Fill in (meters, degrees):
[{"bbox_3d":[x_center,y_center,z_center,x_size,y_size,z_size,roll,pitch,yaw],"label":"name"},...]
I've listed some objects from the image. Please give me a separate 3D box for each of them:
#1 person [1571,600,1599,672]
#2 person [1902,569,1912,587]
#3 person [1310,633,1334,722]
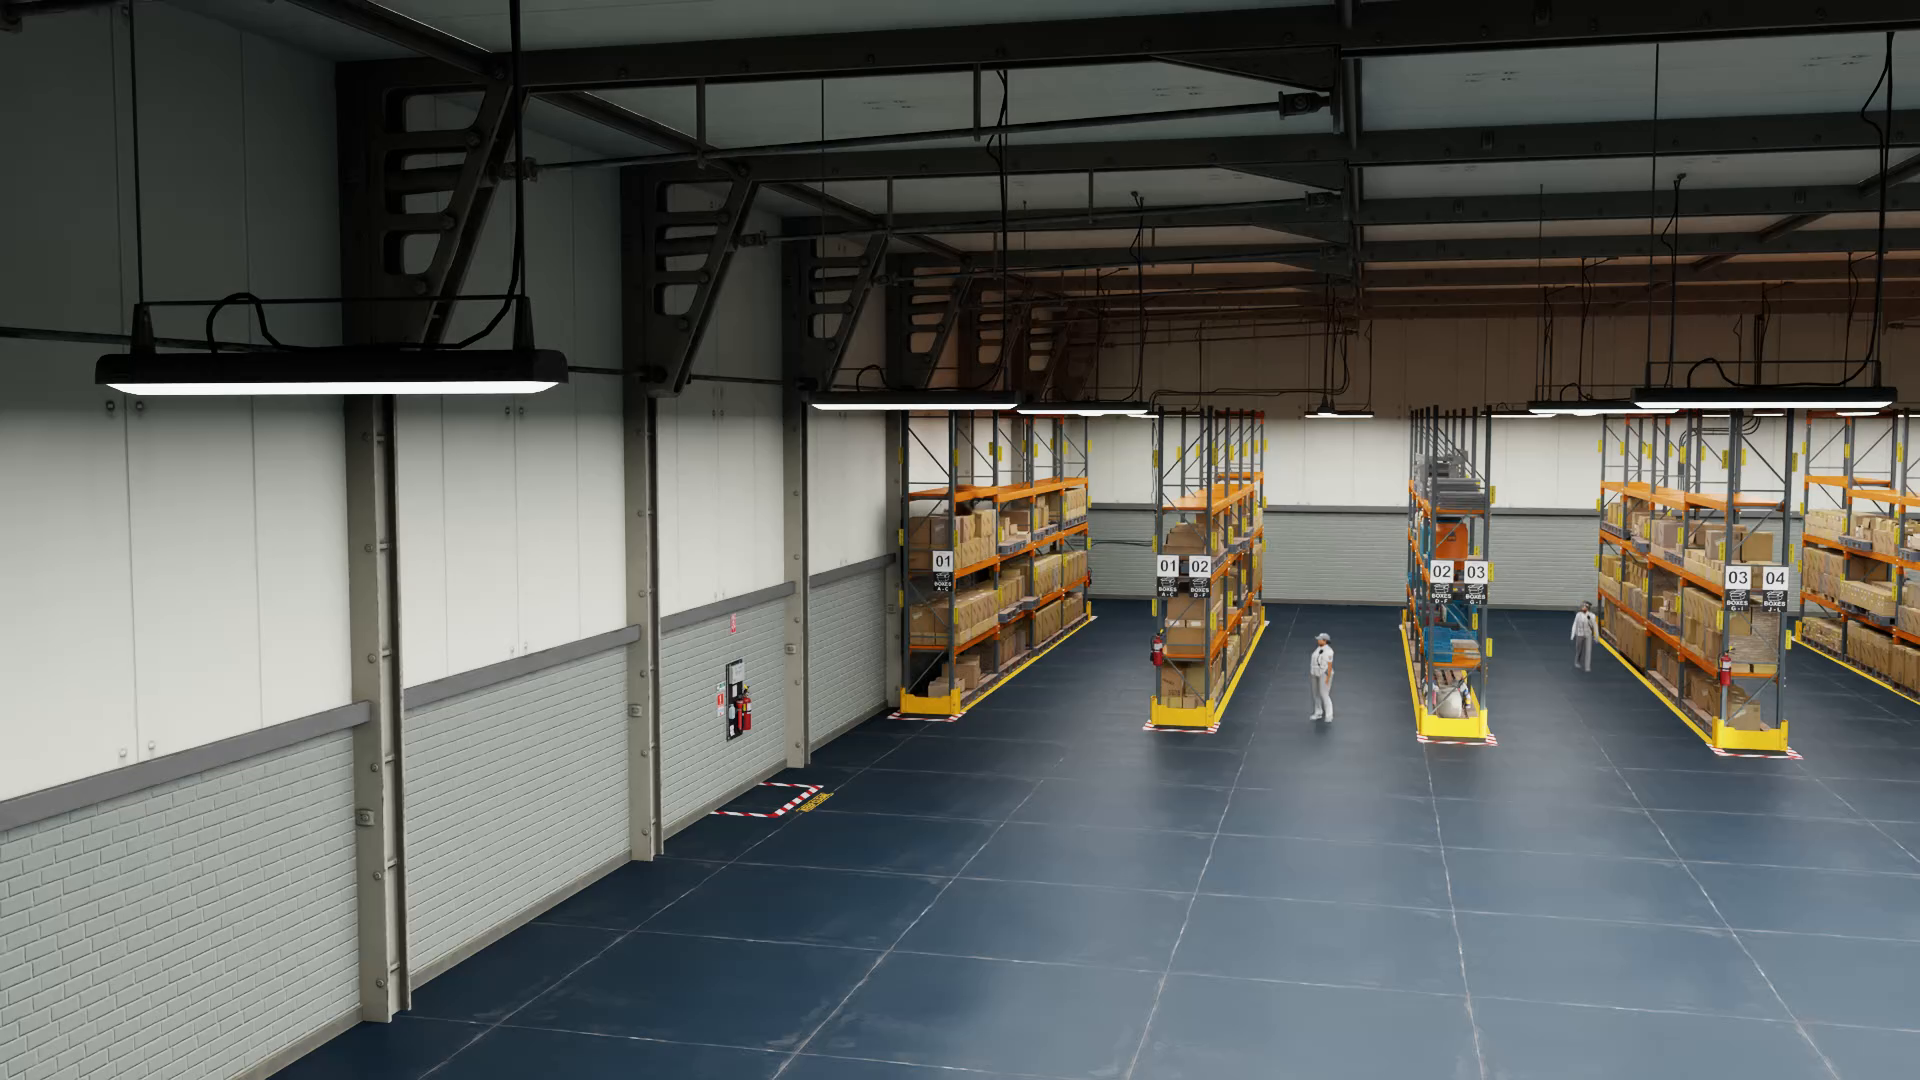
[{"bbox_3d":[14.262,2.172,37.940,0.613,1.620,1.039,1,4,16],"label":"person"},{"bbox_3d":[25.667,1.635,45.269,0.920,1.673,0.600,-1,4,-11],"label":"person"},{"bbox_3d":[6.918,2.632,31.821,0.409,1.710,0.547,-2,5,-26],"label":"person"}]
